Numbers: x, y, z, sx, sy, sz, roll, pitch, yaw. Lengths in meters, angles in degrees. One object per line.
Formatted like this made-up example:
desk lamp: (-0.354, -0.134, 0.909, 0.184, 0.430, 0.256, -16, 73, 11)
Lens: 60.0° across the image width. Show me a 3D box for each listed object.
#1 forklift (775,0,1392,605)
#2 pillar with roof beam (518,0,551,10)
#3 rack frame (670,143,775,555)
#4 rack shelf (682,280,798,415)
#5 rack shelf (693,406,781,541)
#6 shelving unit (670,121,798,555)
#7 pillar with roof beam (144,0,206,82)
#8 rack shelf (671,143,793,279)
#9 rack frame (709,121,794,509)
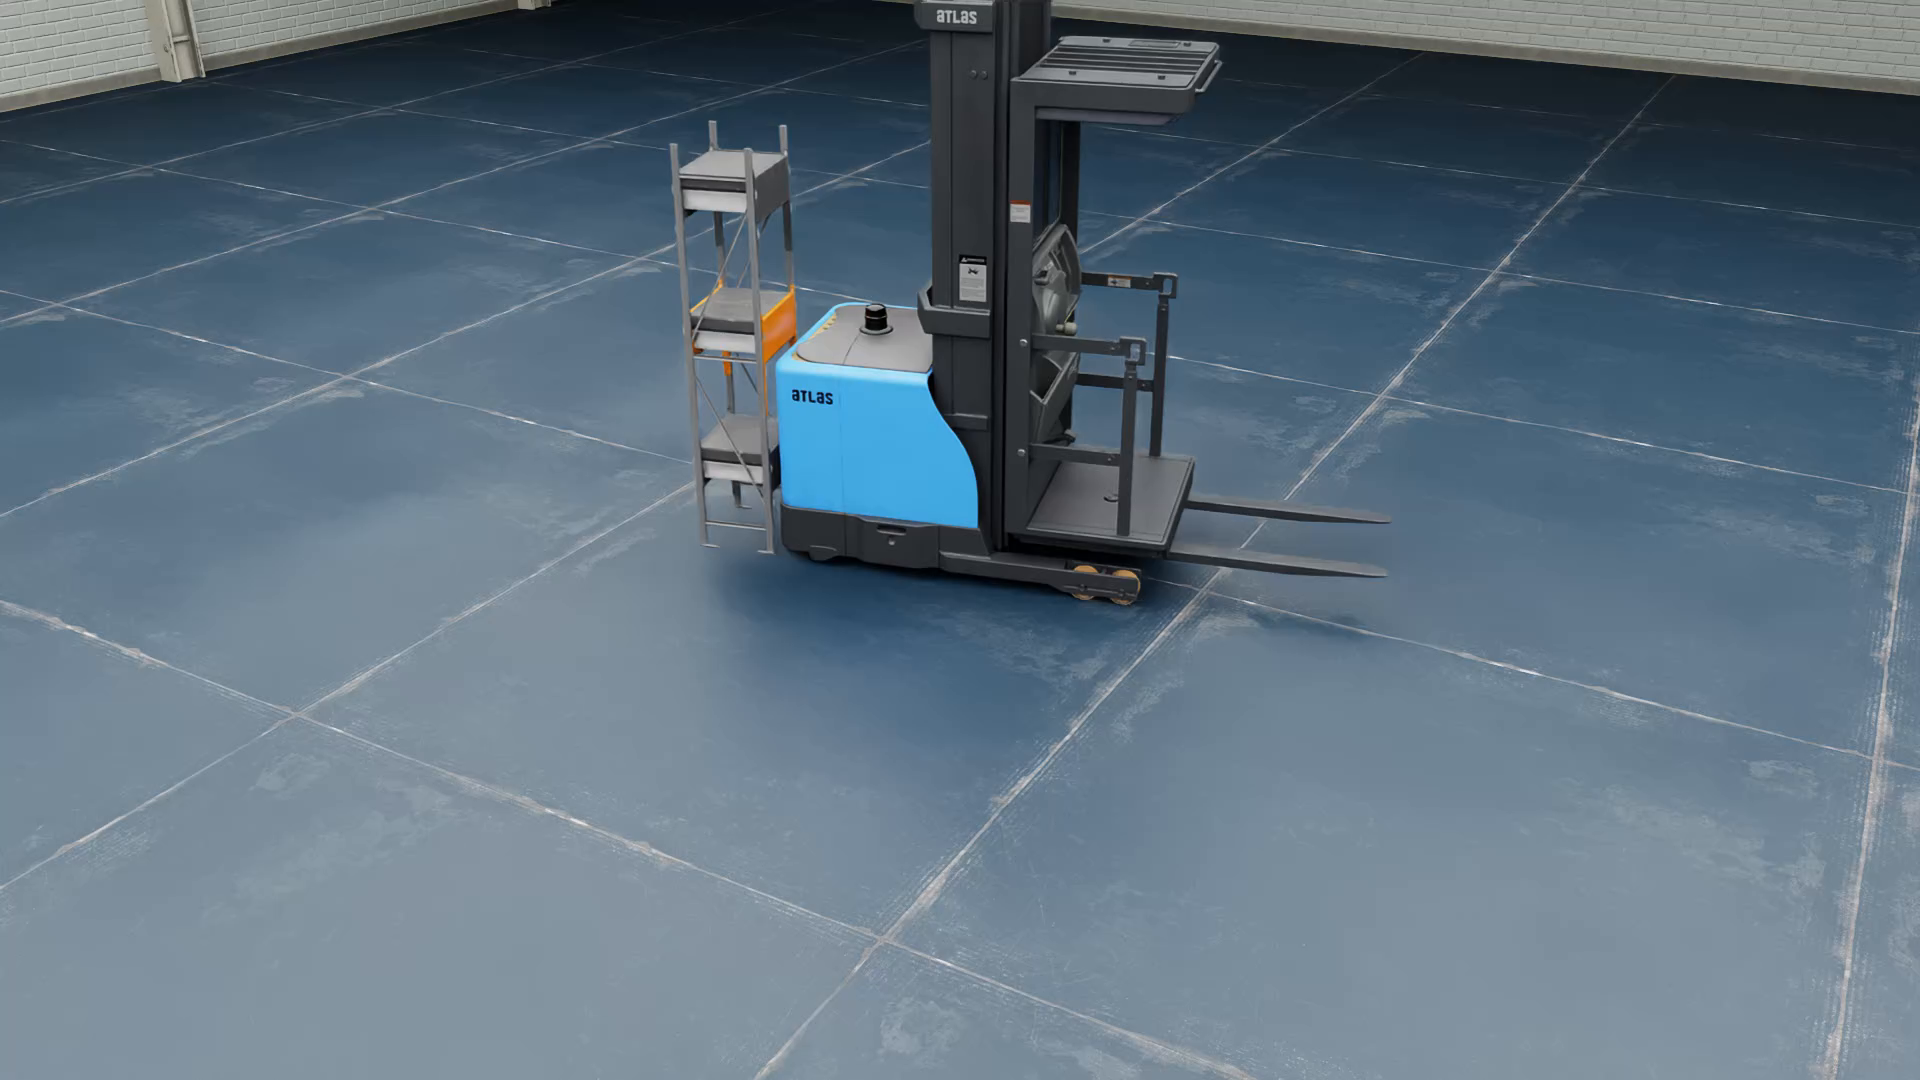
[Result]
forklift: (0.655, -1.258, 7.990, 3.031, 2.935, 1.130, 7, 27, 13)
pillar with roof beam: (-2.482, -10.874, 20.420, 9.100, 9.000, 0.400, 14, 30, 26)
rack frame: (-1.156, -0.886, 8.175, 0.400, 2.100, 0.015, 6, 27, 12)
rack shelf: (-1.097, -0.980, 8.393, 0.431, 0.518, 0.480, 6, 27, 12)
rack shelf: (-1.097, -0.354, 8.706, 0.431, 0.518, 0.480, 6, 27, 12)
shelving unit: (-1.097, -0.992, 8.387, 0.431, 2.100, 0.503, 6, 27, 12)
pillar with roof beam: (-5.433, -8.536, 15.749, 9.100, 9.000, 0.400, 14, 30, 26)
rack shelf: (-1.097, -1.606, 8.080, 0.431, 0.518, 0.480, 6, 27, 12)
rack frame: (-1.038, -1.098, 8.599, 0.400, 2.100, 0.015, 6, 27, 12)
